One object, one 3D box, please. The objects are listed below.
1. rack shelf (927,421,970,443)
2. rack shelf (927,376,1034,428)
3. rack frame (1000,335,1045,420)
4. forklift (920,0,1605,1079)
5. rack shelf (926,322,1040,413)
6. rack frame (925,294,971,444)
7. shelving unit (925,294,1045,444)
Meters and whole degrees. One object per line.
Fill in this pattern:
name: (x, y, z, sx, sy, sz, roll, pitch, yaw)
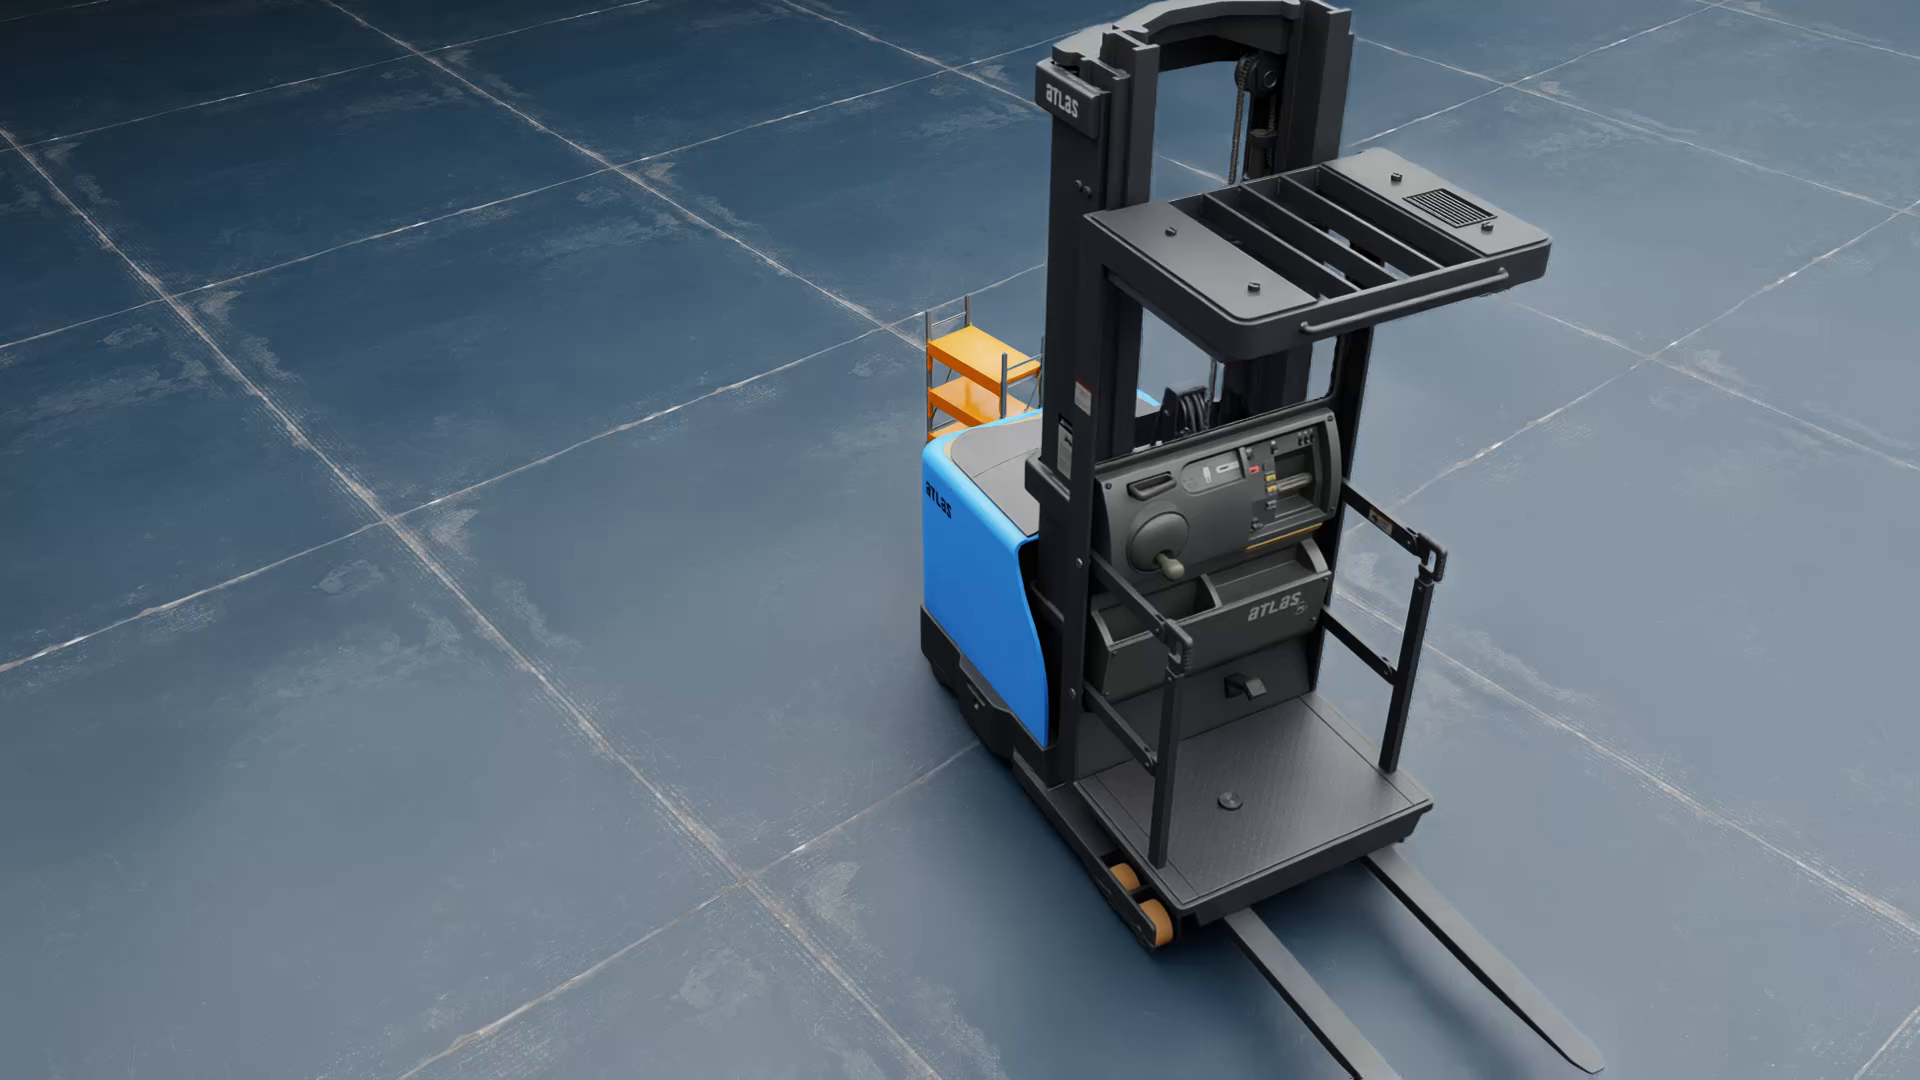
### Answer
rack shelf: (0.107, -0.362, 7.339, 0.258, 0.148, 0.480, -26, 43, -32)
rack shelf: (0.107, -0.544, 7.210, 0.258, 0.148, 0.480, -26, 43, -32)
rack frame: (0.264, -0.309, 7.148, 0.240, 1.200, 0.015, -26, 43, -32)
forklift: (0.972, -0.084, 5.333, 1.130, 2.935, 3.031, -17, 39, -23)
rack shelf: (0.107, -0.737, 7.073, 0.258, 0.148, 0.480, -26, 43, -32)
rack frame: (-0.051, -0.524, 7.452, 0.240, 1.200, 0.015, -26, 43, -32)
shelving unit: (0.107, -0.417, 7.300, 0.258, 1.200, 0.503, -26, 43, -32)
